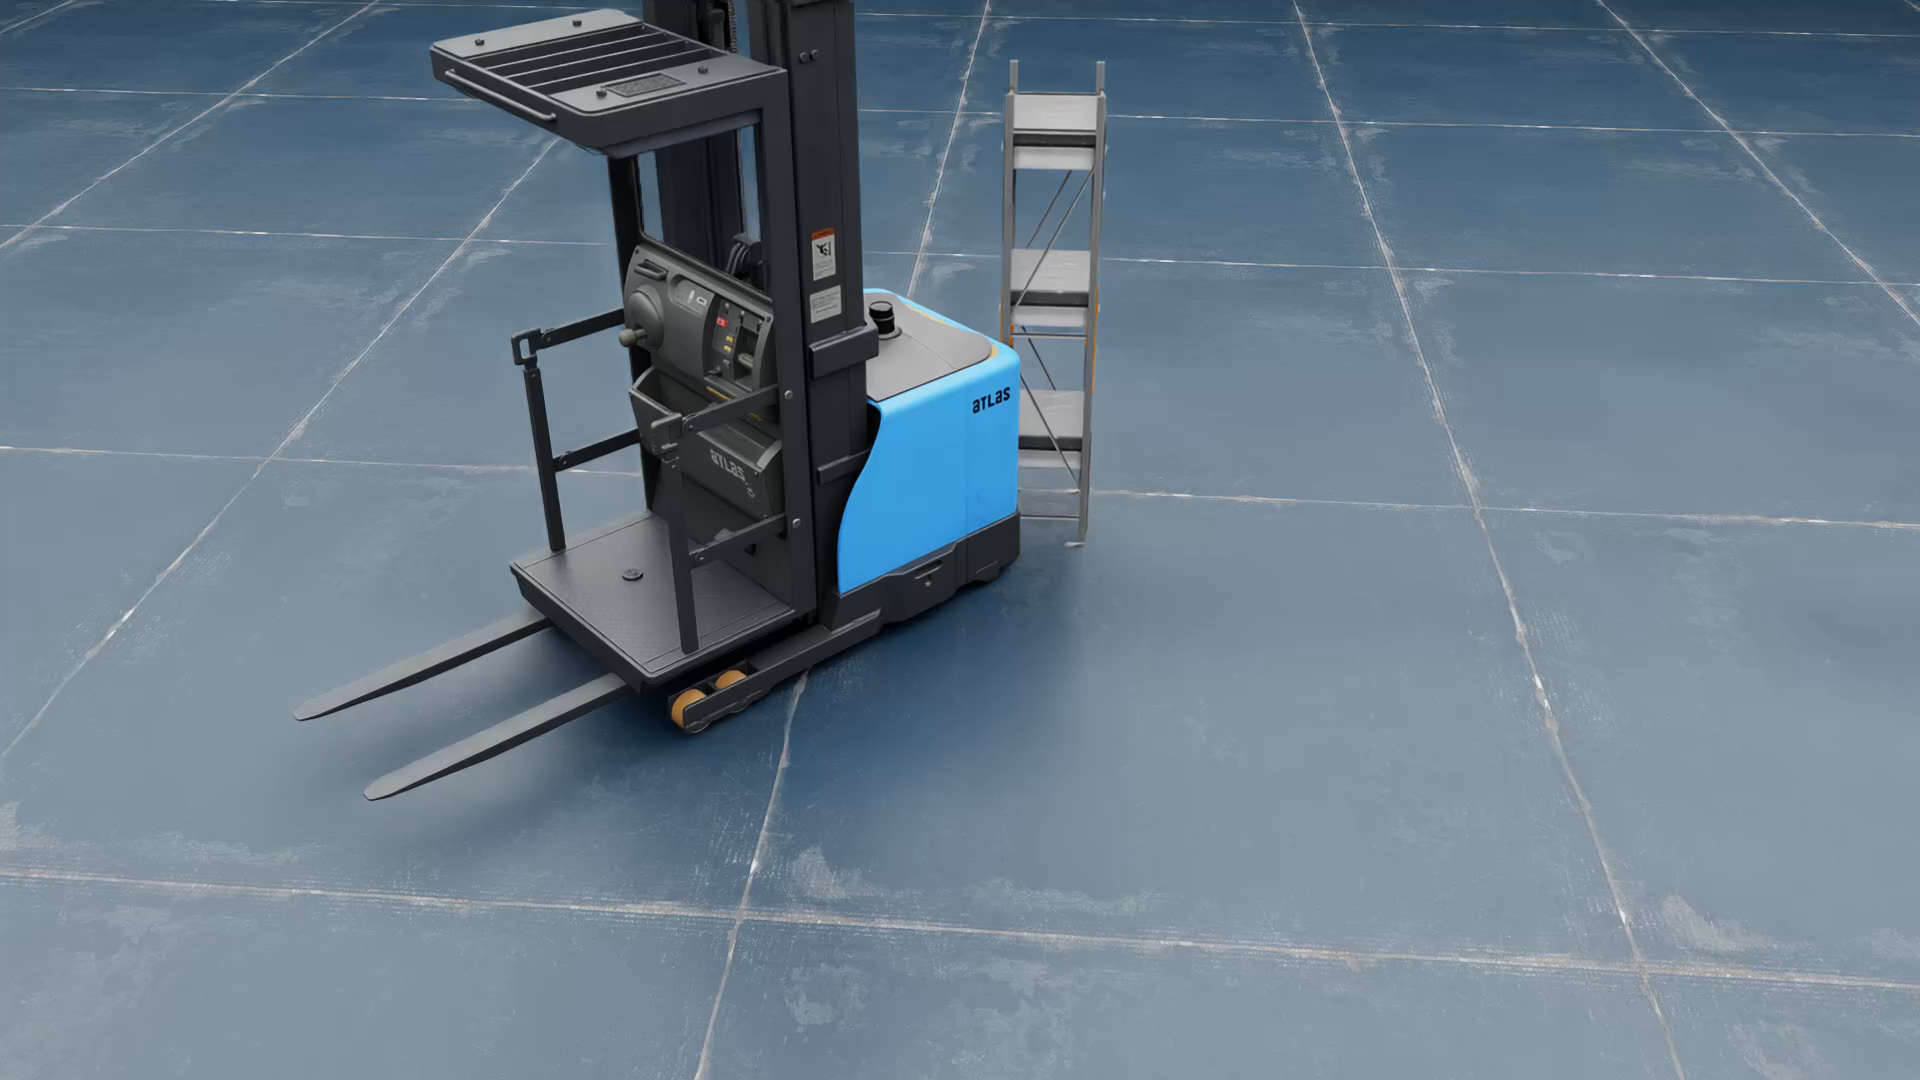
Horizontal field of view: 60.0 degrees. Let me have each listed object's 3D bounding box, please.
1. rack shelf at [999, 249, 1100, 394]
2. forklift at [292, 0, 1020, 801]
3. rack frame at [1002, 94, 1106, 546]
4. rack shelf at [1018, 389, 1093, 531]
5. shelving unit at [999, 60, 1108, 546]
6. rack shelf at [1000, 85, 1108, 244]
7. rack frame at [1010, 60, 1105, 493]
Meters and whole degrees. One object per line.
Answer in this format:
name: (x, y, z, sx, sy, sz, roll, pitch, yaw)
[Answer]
rack shelf: (0.397, -0.992, 7.384, 0.431, 0.518, 0.480, 2, 32, 3)
forklift: (-1.166, -0.802, 6.258, 3.031, 2.935, 1.130, -25, 40, -35)
rack frame: (0.381, -0.876, 7.170, 0.400, 2.100, 0.015, 2, 32, 3)
rack shelf: (0.397, -0.396, 7.751, 0.431, 0.518, 0.480, 2, 32, 3)
shelving unit: (0.397, -1.003, 7.377, 0.431, 2.100, 0.503, 2, 32, 3)
rack shelf: (0.397, -1.588, 7.017, 0.431, 0.518, 0.480, 2, 32, 3)
rack frame: (0.413, -1.131, 7.584, 0.400, 2.100, 0.015, 2, 32, 3)
